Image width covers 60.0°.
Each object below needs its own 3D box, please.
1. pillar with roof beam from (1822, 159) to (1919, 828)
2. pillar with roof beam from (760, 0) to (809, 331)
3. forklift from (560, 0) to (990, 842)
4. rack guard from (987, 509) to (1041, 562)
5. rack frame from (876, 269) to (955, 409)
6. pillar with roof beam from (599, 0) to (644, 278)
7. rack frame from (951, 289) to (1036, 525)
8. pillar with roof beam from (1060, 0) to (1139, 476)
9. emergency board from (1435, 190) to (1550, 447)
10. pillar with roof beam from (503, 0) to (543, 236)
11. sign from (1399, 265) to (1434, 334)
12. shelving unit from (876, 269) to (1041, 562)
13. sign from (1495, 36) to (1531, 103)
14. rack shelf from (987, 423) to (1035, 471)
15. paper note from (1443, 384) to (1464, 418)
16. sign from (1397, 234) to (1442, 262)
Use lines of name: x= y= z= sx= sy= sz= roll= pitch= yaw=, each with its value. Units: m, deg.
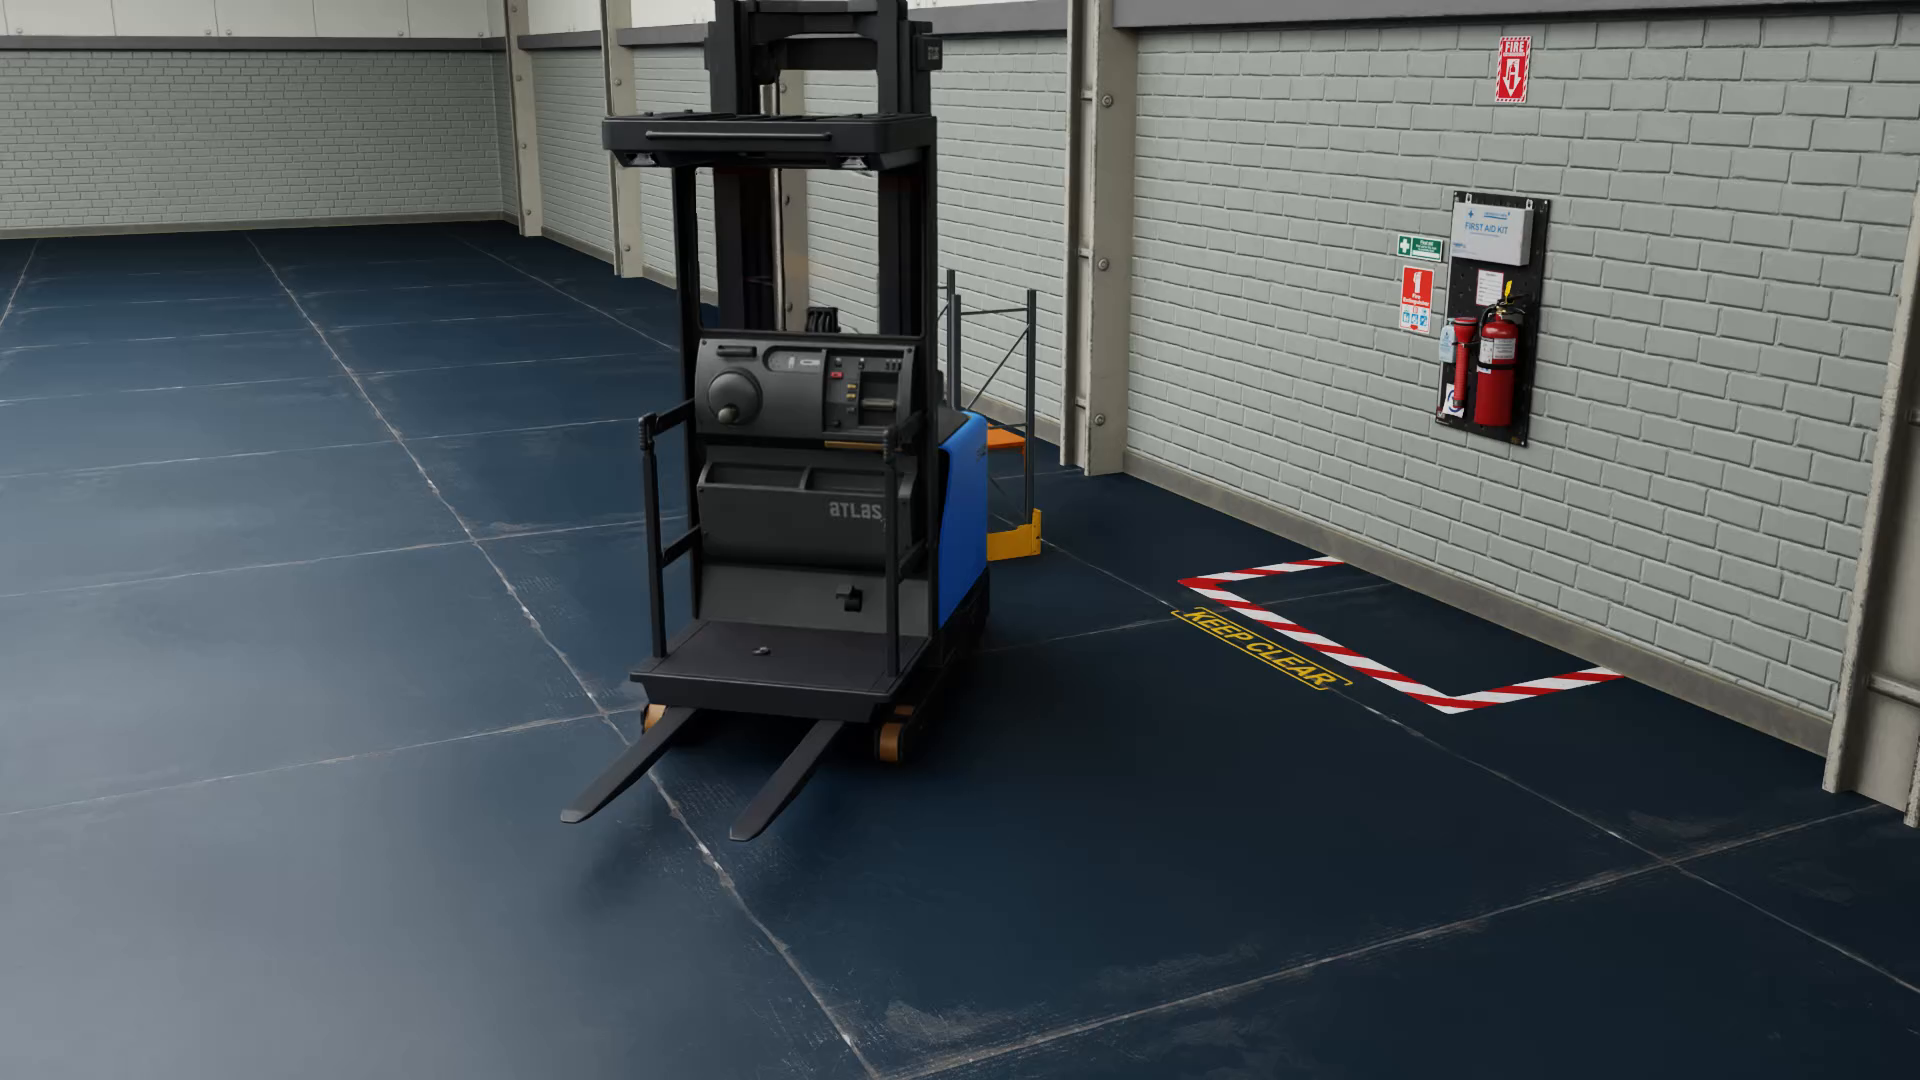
pillar with roof beam: x=-0.322 y=-2.818 z=3.257 sx=9.100 sy=9.000 sz=0.400 roll=-8 pitch=18 yaw=-25
pillar with roof beam: x=-5.579 y=-5.794 z=13.626 sx=9.100 sy=9.000 sz=0.400 roll=-8 pitch=18 yaw=-25
forklift: x=-0.686 y=-0.630 z=6.633 sx=1.130 sy=2.935 sz=3.031 roll=4 pitch=16 yaw=13
rack guard: x=0.185 y=-0.016 z=9.352 sx=0.587 sy=0.250 sz=0.087 roll=-8 pitch=18 yaw=-25
rack frame: x=-0.260 y=-0.868 z=10.057 sx=0.500 sy=1.500 sz=0.032 roll=-8 pitch=18 yaw=-25
pillar with roof beam: x=-8.208 y=-7.282 z=18.810 sx=9.100 sy=9.000 sz=0.400 roll=-8 pitch=18 yaw=-25
rack frame: x=0.185 y=-0.616 z=9.178 sx=0.500 sy=1.500 sz=0.032 roll=-8 pitch=18 yaw=-25
pillar with roof beam: x=-2.951 y=-4.306 z=8.442 sx=9.100 sy=9.000 sz=0.400 roll=-8 pitch=18 yaw=-25
emergency board: x=2.499 y=-1.072 z=8.049 sx=0.194 sy=1.169 sz=0.643 roll=-8 pitch=18 yaw=-25
pillar with roof beam: x=-10.837 y=-8.769 z=23.995 sx=9.100 sy=9.000 sz=0.400 roll=-8 pitch=18 yaw=-25
sign: x=2.350 y=-1.239 z=8.565 sx=0.001 sy=0.329 sz=0.234 roll=-8 pitch=18 yaw=-25
shelving unit: x=-0.033 y=-0.740 z=9.610 sx=0.587 sy=1.500 sz=1.083 roll=-8 pitch=18 yaw=-25
sign: x=2.585 y=-2.201 z=7.778 sx=0.001 sy=0.298 sz=0.199 roll=-8 pitch=18 yaw=-25
rack shelf: x=-0.037 y=-0.569 z=9.667 sx=0.538 sy=0.185 sz=1.000 roll=-8 pitch=18 yaw=-25
paper note: x=2.484 y=-0.701 z=8.353 sx=0.016 sy=0.148 sz=0.142 roll=-8 pitch=18 yaw=-25
sign: x=2.344 y=-1.491 z=8.485 sx=0.001 sy=0.109 sz=0.331 roll=-8 pitch=18 yaw=-25
